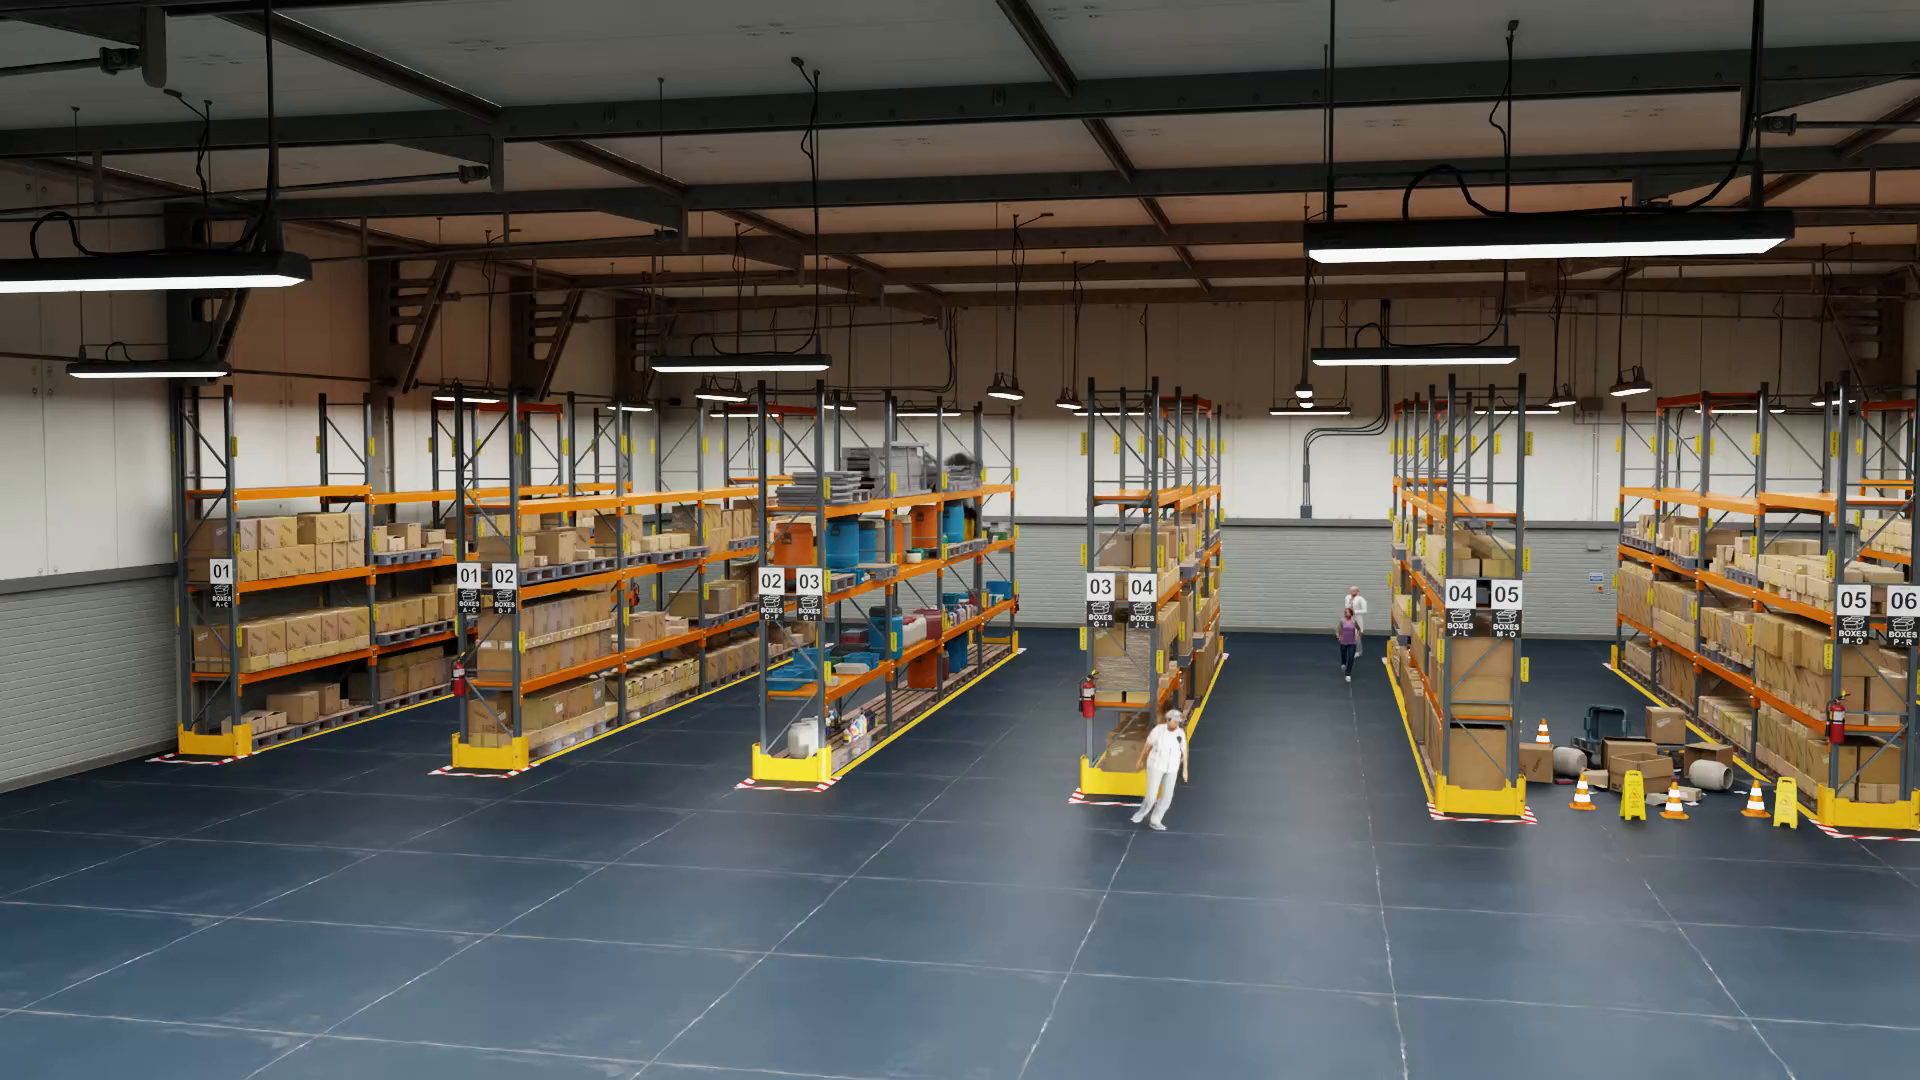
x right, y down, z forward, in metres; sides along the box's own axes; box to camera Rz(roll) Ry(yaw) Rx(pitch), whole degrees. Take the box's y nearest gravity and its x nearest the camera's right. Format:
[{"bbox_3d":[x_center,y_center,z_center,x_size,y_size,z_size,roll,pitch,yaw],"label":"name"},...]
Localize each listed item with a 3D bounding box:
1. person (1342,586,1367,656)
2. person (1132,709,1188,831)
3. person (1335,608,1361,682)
[{"bbox_3d":[9.358,1.941,39.429,0.703,1.735,0.846,3,4,39],"label":"person"},{"bbox_3d":[2.621,2.990,21.671,0.667,1.616,0.627,-1,3,-14],"label":"person"},{"bbox_3d":[8.339,2.233,35.704,0.549,1.569,0.632,0,3,7],"label":"person"}]
